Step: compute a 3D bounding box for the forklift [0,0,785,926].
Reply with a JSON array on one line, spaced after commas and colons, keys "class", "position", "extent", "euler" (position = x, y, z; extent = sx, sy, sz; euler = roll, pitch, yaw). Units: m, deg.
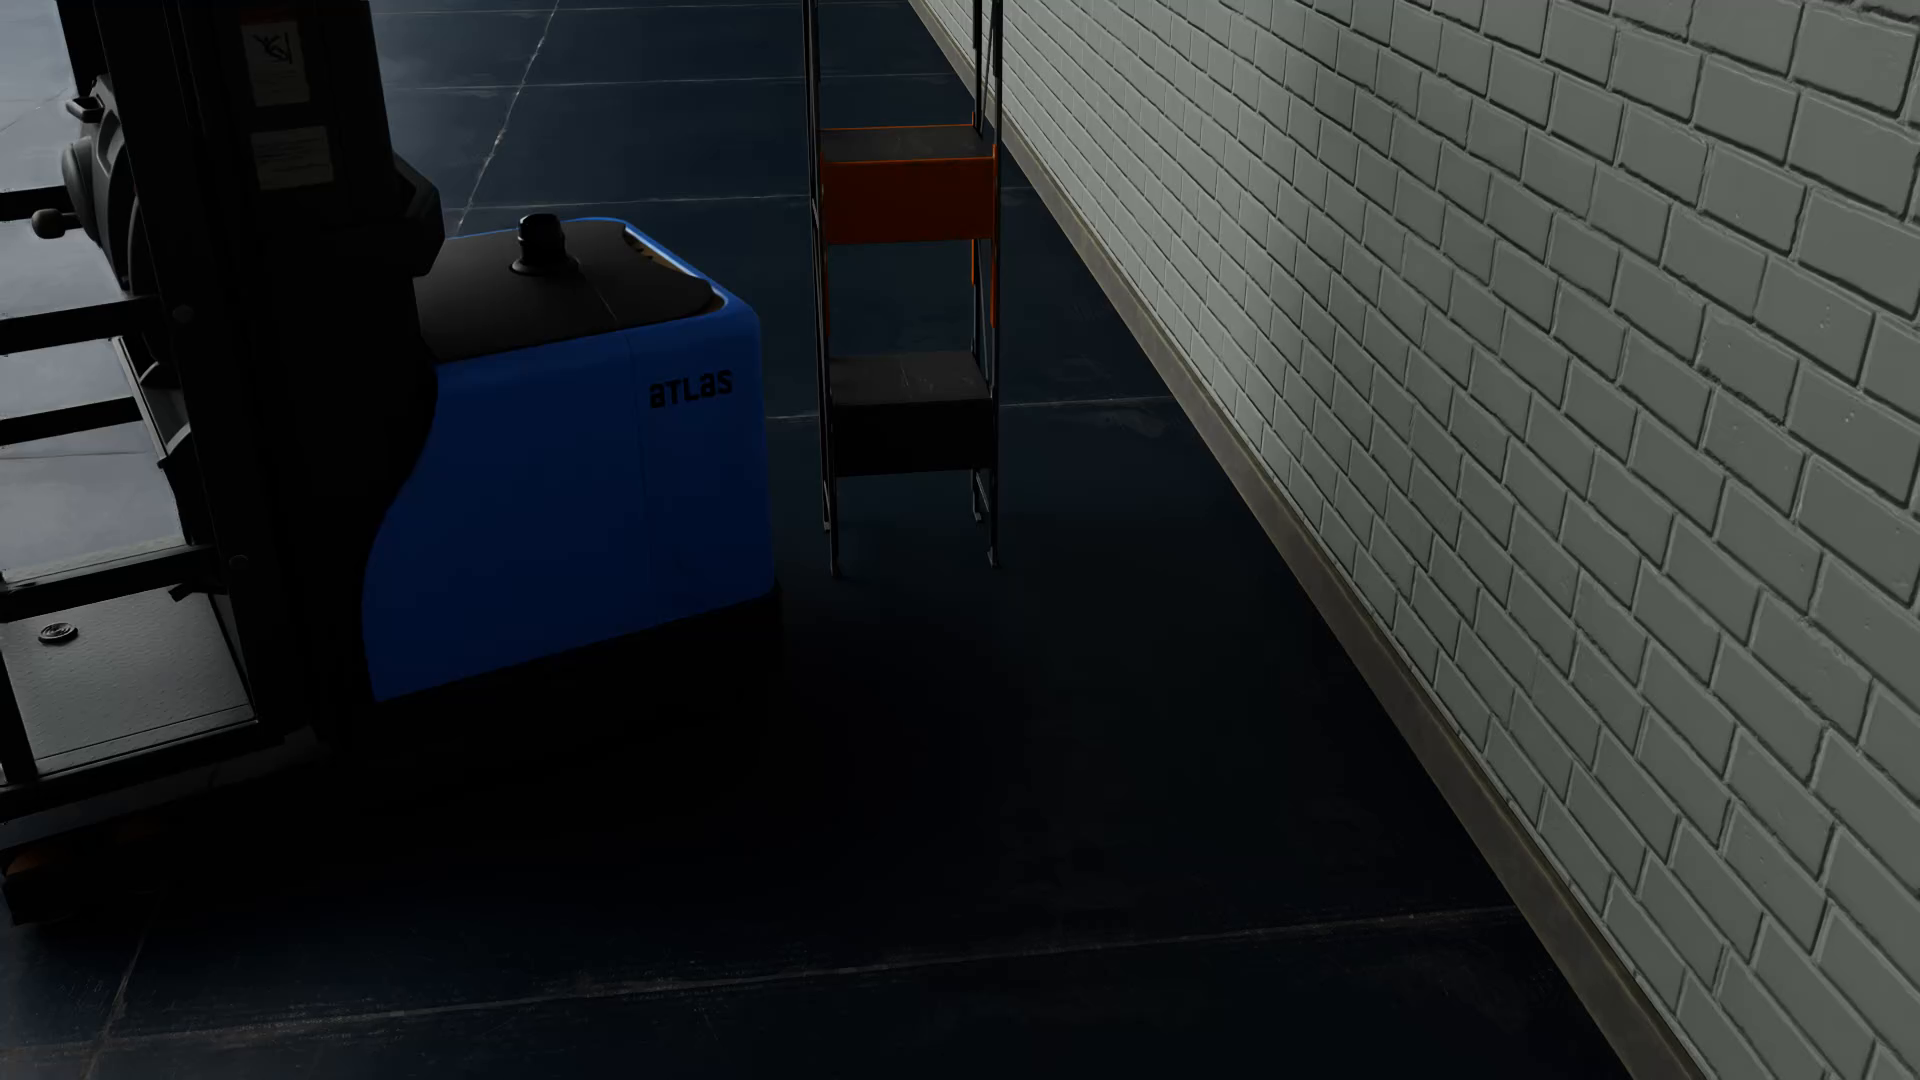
[{"class": "forklift", "position": [-1.999, -0.746, 3.492], "extent": [3.031, 2.935, 1.130], "euler": [-15, 31, -27]}]

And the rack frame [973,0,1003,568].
[{"class": "rack frame", "position": [0.078, -0.939, 4.780], "extent": [0.015, 2.100, 0.400], "euler": [-4, 27, -7]}]

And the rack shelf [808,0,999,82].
[{"class": "rack shelf", "position": [-0.164, -1.534, 4.437], "extent": [0.480, 0.518, 0.431], "euler": [-4, 27, -7]}]

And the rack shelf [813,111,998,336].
[{"class": "rack shelf", "position": [-0.164, -0.912, 4.756], "extent": [0.480, 0.518, 0.431], "euler": [-4, 27, -7]}]

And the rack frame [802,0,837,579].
[{"class": "rack frame", "position": [-0.406, -0.908, 4.720], "extent": [0.015, 2.100, 0.400], "euler": [-4, 27, -7]}]

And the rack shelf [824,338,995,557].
[{"class": "rack shelf", "position": [-0.164, -0.289, 5.076], "extent": [0.480, 0.518, 0.431], "euler": [-4, 27, -7]}]

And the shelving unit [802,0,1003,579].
[{"class": "shelving unit", "position": [-0.164, -0.924, 4.750], "extent": [0.503, 2.100, 0.431], "euler": [-4, 27, -7]}]
